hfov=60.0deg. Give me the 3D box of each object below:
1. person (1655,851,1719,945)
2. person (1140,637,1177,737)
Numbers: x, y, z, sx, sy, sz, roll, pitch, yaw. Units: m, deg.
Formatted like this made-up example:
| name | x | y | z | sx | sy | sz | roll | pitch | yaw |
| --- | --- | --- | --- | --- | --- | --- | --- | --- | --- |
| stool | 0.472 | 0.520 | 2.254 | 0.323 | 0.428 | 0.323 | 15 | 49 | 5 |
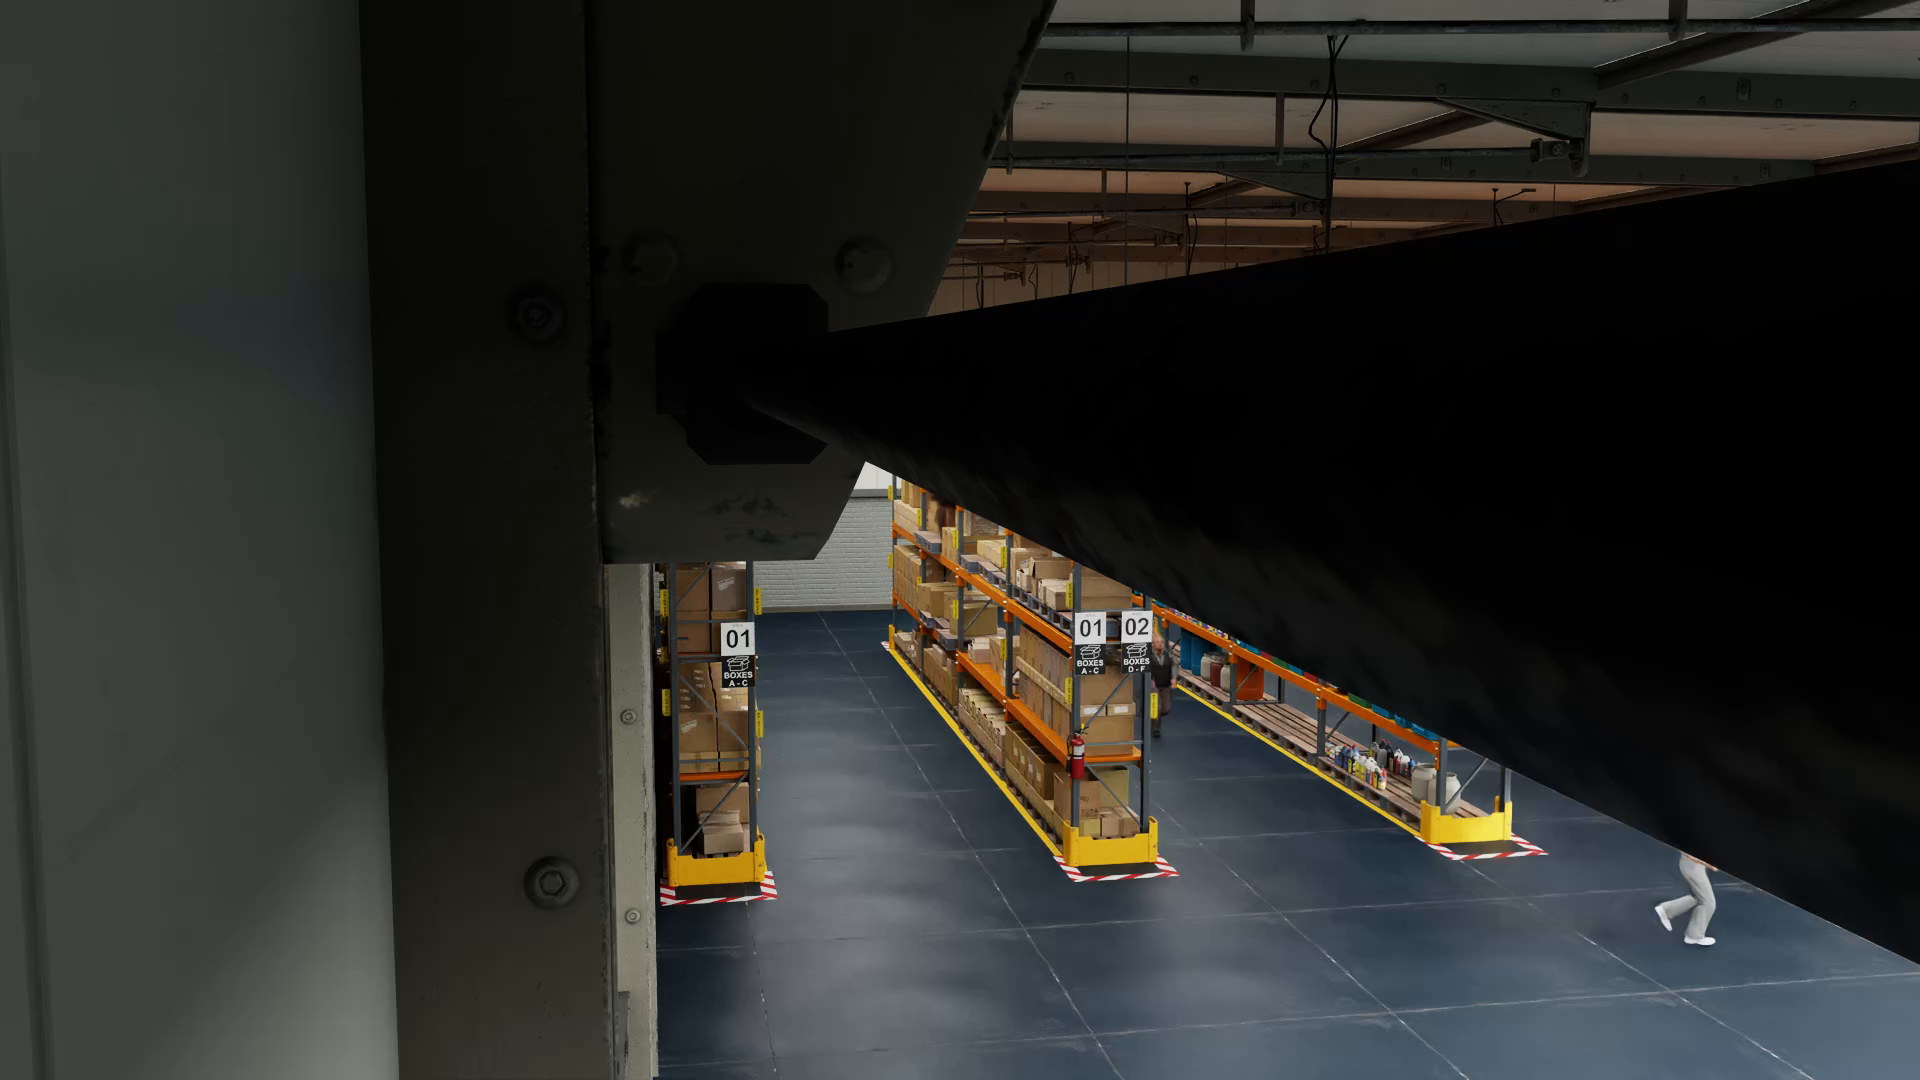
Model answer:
| name | x | y | z | sx | sy | sz | roll | pitch | yaw |
| --- | --- | --- | --- | --- | --- | --- | --- | --- | --- |
| person | 7.892 | 3.577 | 18.021 | 0.609 | 1.619 | 0.554 | 2 | 6 | 16 |
| person | 3.331 | 2.451 | 27.962 | 0.690 | 1.674 | 0.606 | -1 | 6 | -14 |
